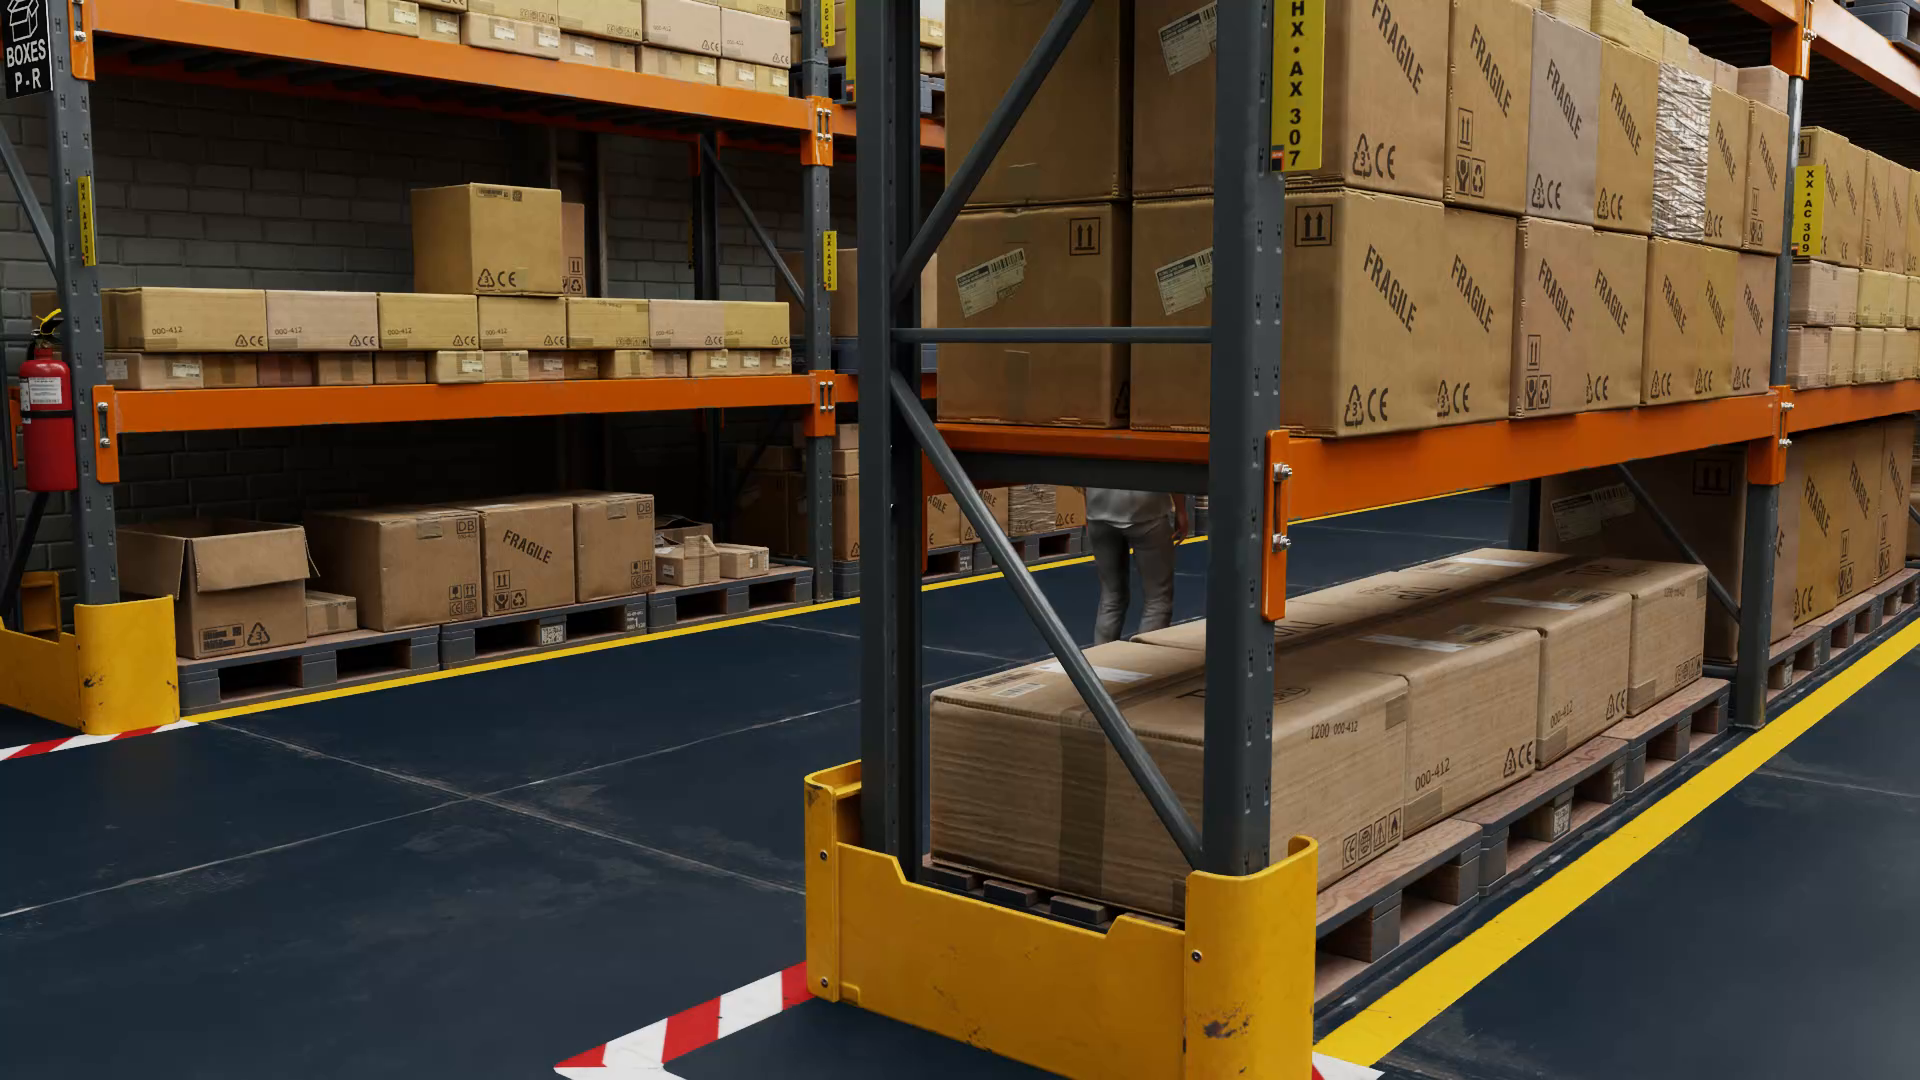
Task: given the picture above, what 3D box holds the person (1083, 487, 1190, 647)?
[{"bbox_3d":[0.687,-0.035,6.631,0.482,1.480,0.341,5,9,37],"label":"person"}]
